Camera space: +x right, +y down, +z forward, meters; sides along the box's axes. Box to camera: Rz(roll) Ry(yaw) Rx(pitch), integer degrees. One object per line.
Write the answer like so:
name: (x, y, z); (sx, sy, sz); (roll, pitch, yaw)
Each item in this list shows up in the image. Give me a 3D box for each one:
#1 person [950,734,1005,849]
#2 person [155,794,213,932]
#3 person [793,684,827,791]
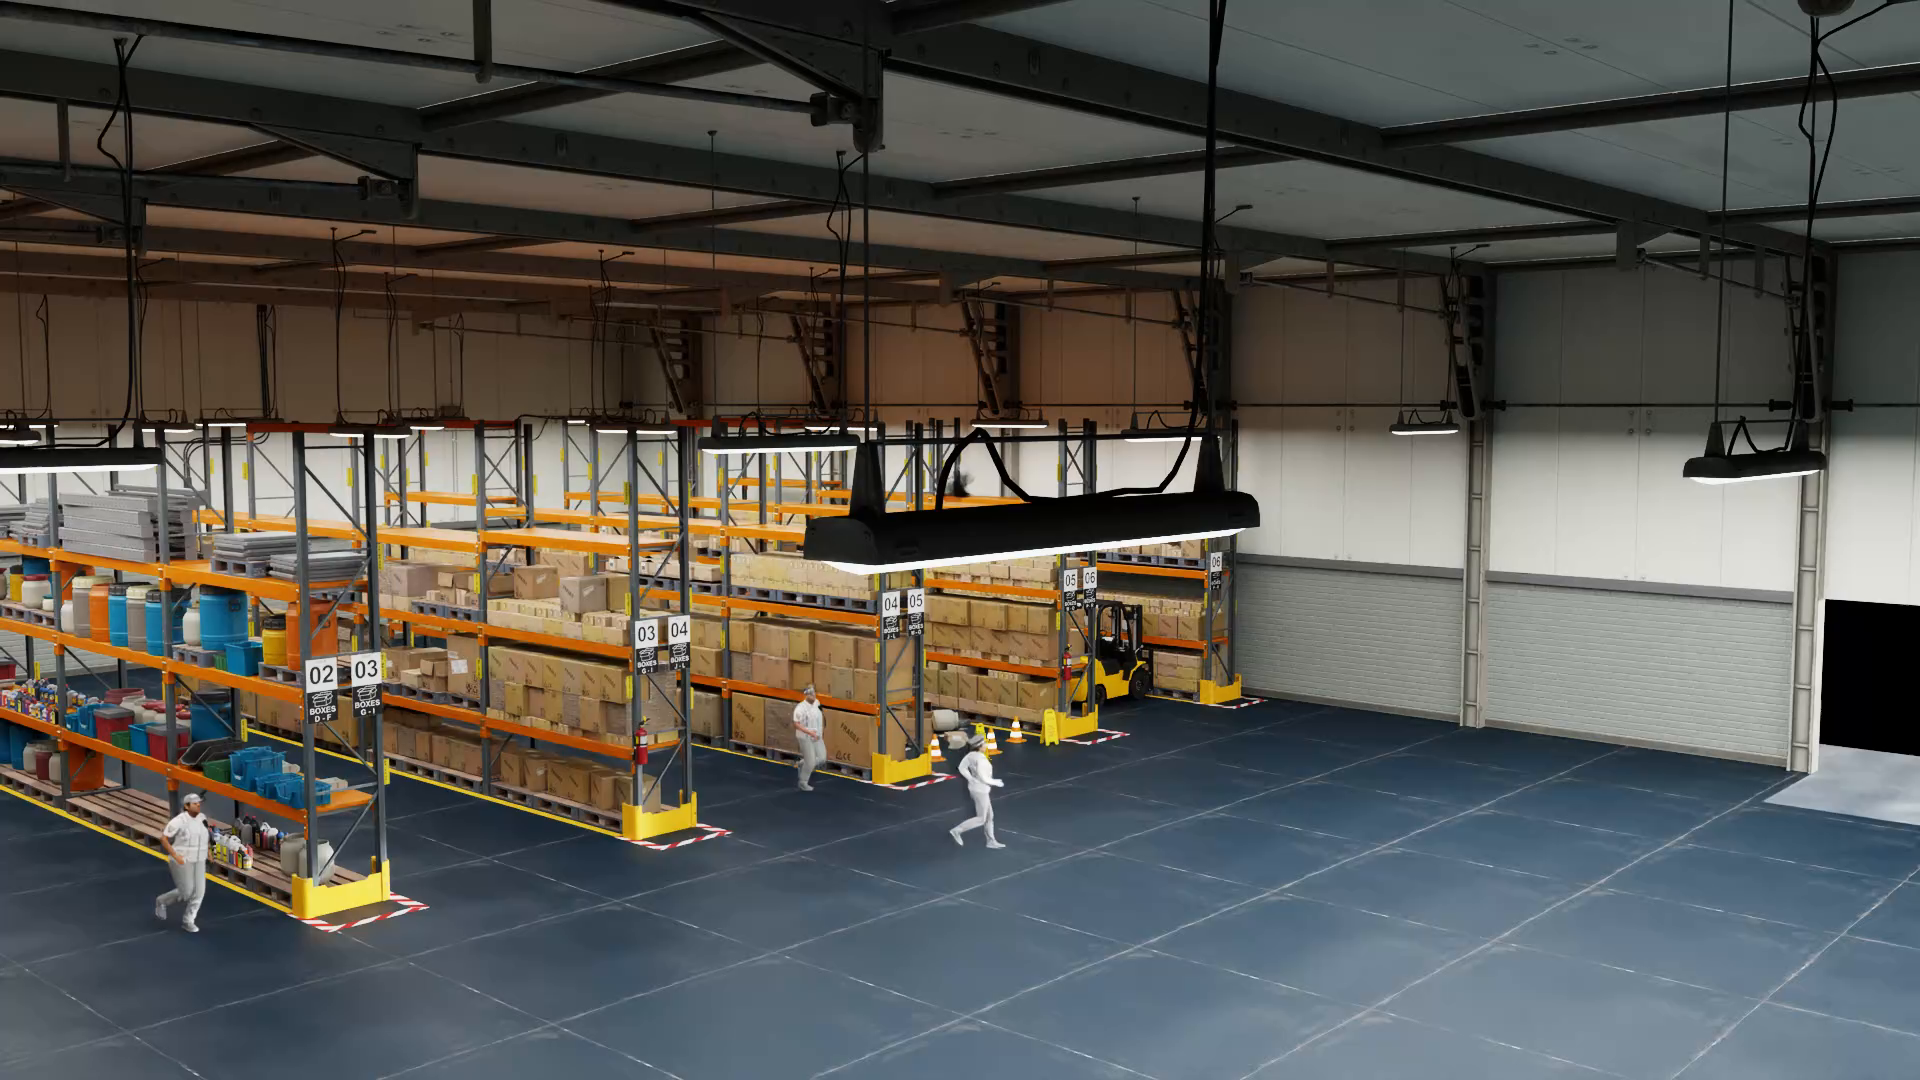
person: (0.242, 3.571, 23.510); (0.865, 1.683, 0.628); (-2, 5, -19)
person: (-9.344, 3.884, 20.190); (0.665, 1.602, 0.654); (2, 5, 27)
person: (-2.470, 3.233, 27.364); (0.663, 1.759, 0.663); (4, 6, 38)
